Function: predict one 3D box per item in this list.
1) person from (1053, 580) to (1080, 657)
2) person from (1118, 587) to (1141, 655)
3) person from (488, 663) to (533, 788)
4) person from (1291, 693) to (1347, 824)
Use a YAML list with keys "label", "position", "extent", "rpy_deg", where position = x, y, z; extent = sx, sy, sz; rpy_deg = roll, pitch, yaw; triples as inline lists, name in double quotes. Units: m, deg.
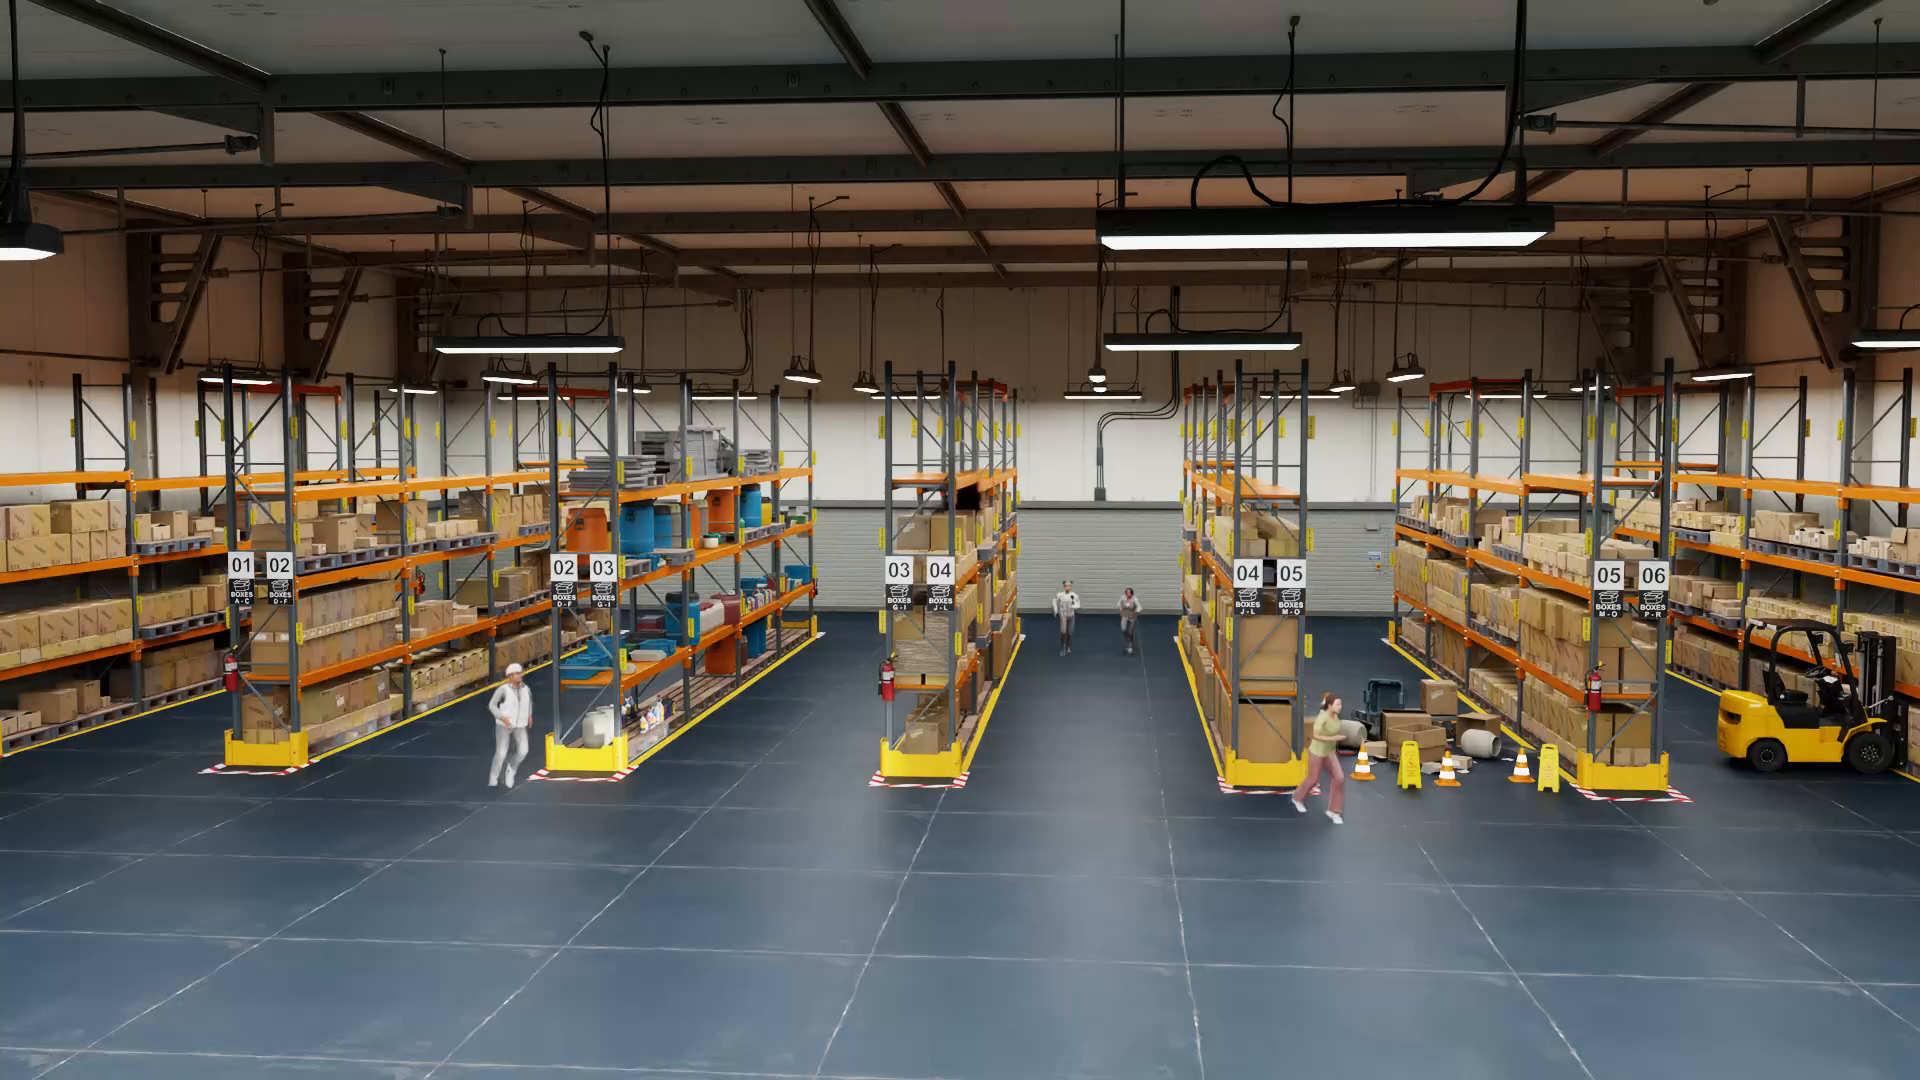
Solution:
- label: "person"
  position: [2.372, 1.737, 36.908]
  extent: [0.581, 1.721, 0.693]
  rpy_deg: [0, 4, -4]
- label: "person"
  position: [3.826, 1.798, 37.465]
  extent: [0.550, 1.533, 0.818]
  rpy_deg: [1, 4, 13]
- label: "person"
  position: [-6.262, 2.607, 23.367]
  extent: [0.714, 1.732, 0.618]
  rpy_deg: [-3, 5, -37]
- label: "person"
  position: [4.624, 2.801, 21.414]
  extent: [0.599, 1.708, 0.892]
  rpy_deg: [-3, 5, -40]
